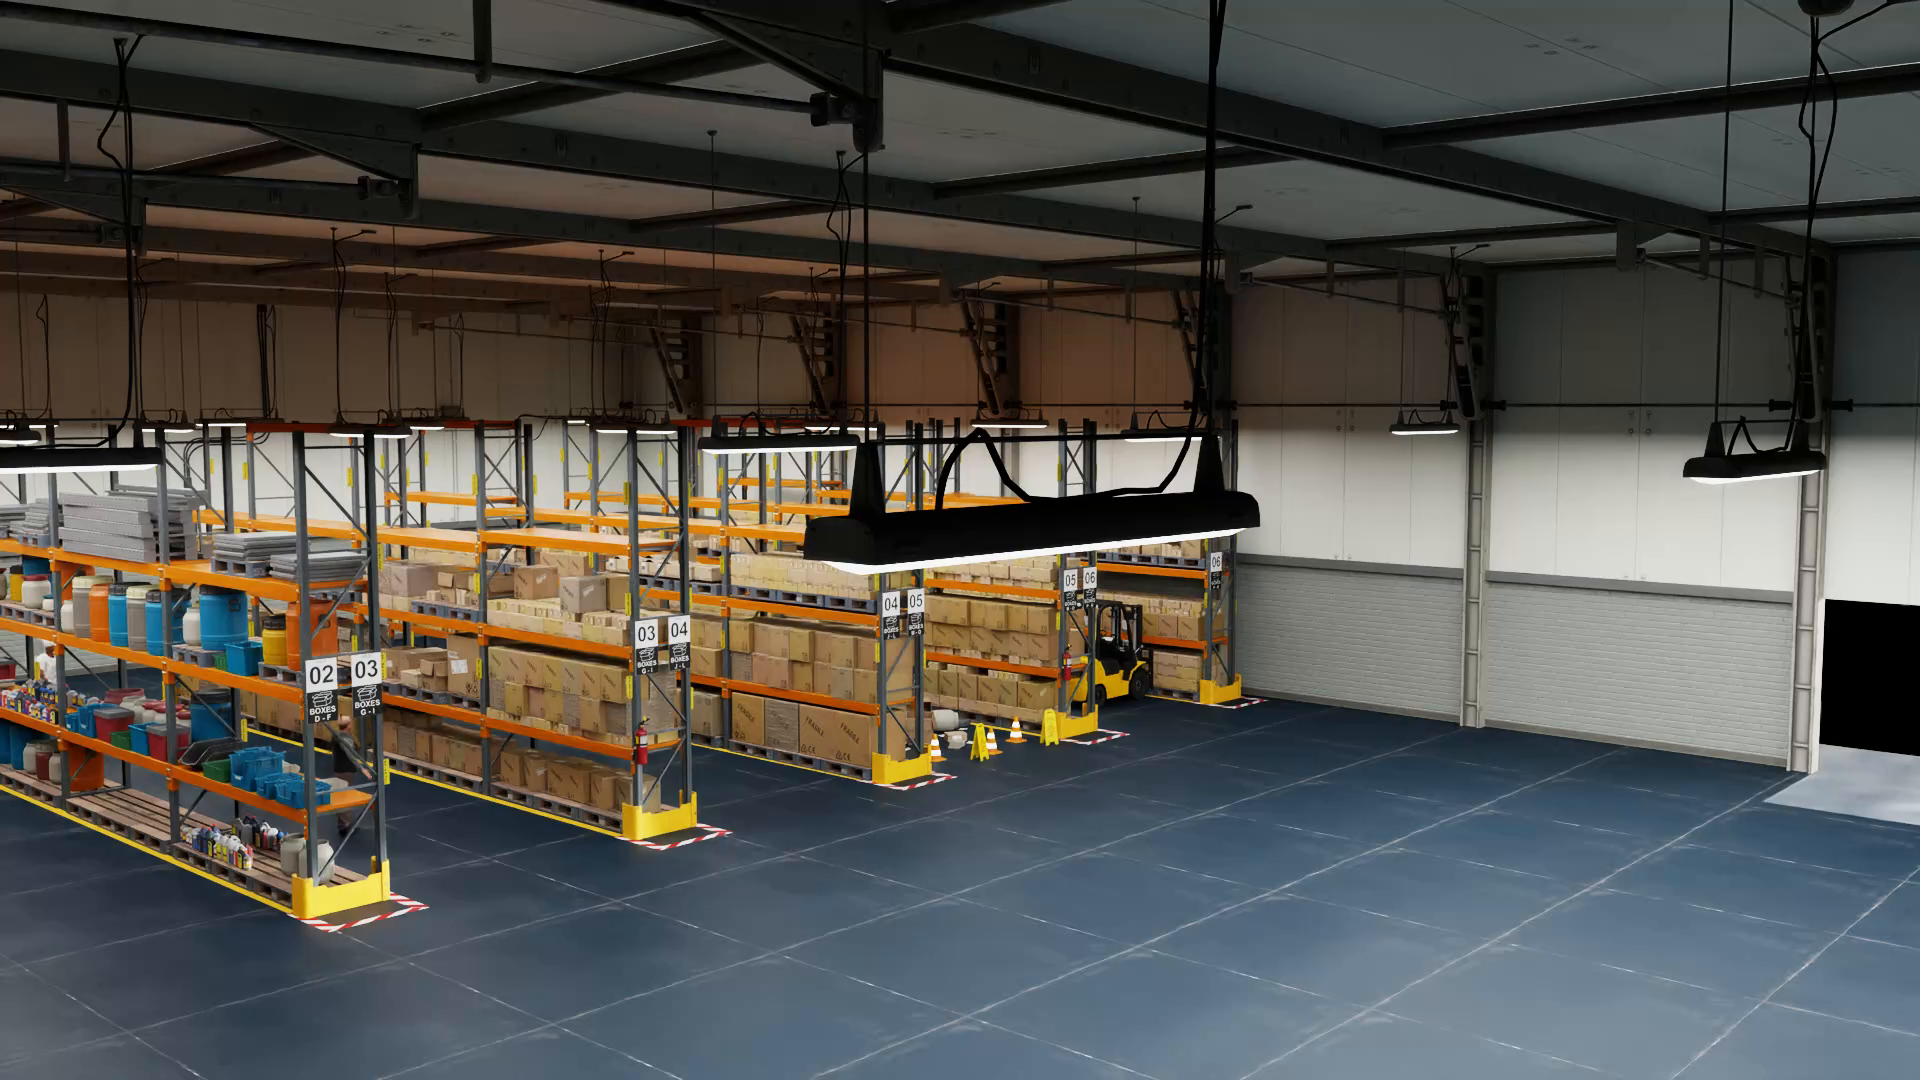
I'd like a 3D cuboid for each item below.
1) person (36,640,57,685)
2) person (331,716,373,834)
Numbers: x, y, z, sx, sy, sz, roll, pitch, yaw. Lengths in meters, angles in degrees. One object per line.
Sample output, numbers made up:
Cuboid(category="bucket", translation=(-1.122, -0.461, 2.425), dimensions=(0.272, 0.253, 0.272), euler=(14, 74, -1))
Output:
Cuboid(category="person", translation=(-17.775, 2.798, 32.513), dimensions=(1.010, 1.716, 0.501), euler=(4, 6, 43))
Cuboid(category="person", translation=(-8.974, 3.469, 24.560), dimensions=(0.542, 1.764, 0.609), euler=(-2, 5, -22))
